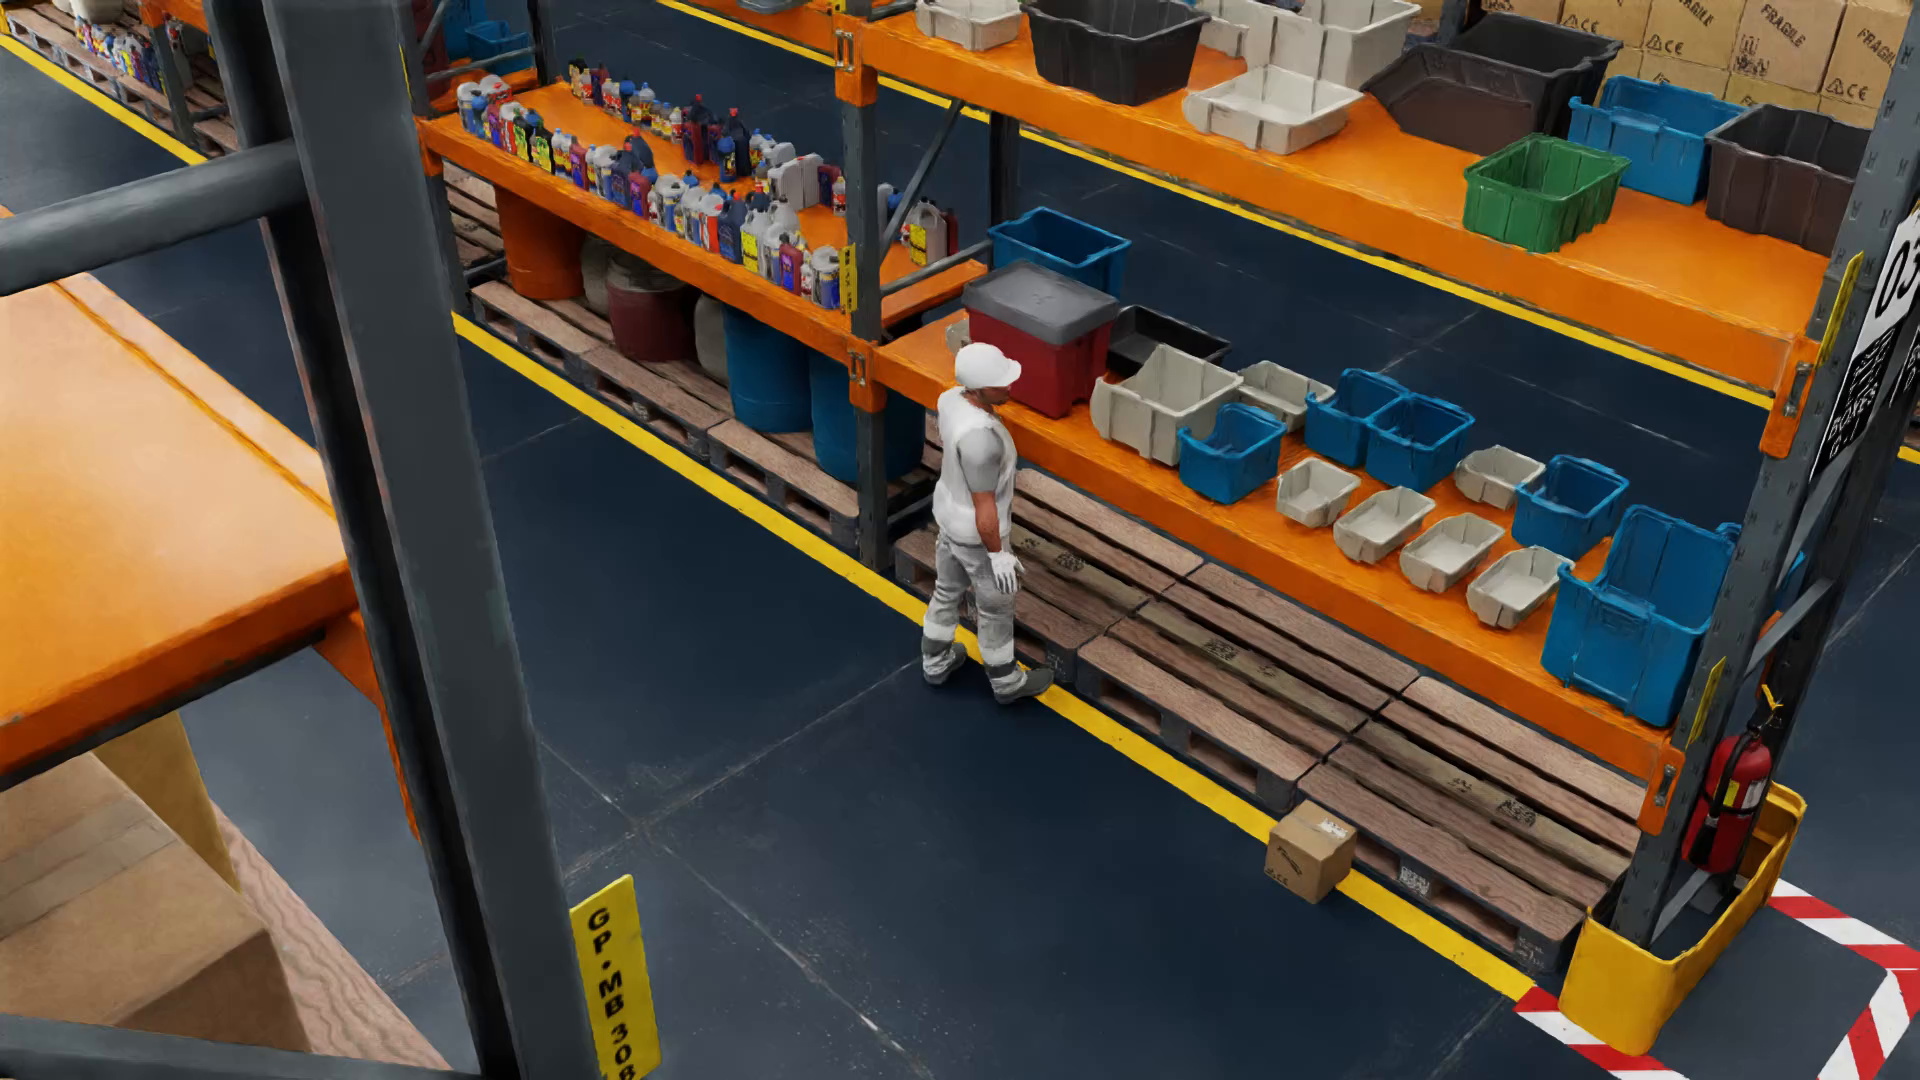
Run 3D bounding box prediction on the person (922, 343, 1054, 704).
[{"bbox_3d":[0.137,-0.060,7.164,0.570,1.786,0.663,-11,37,-15],"label":"person"}]
